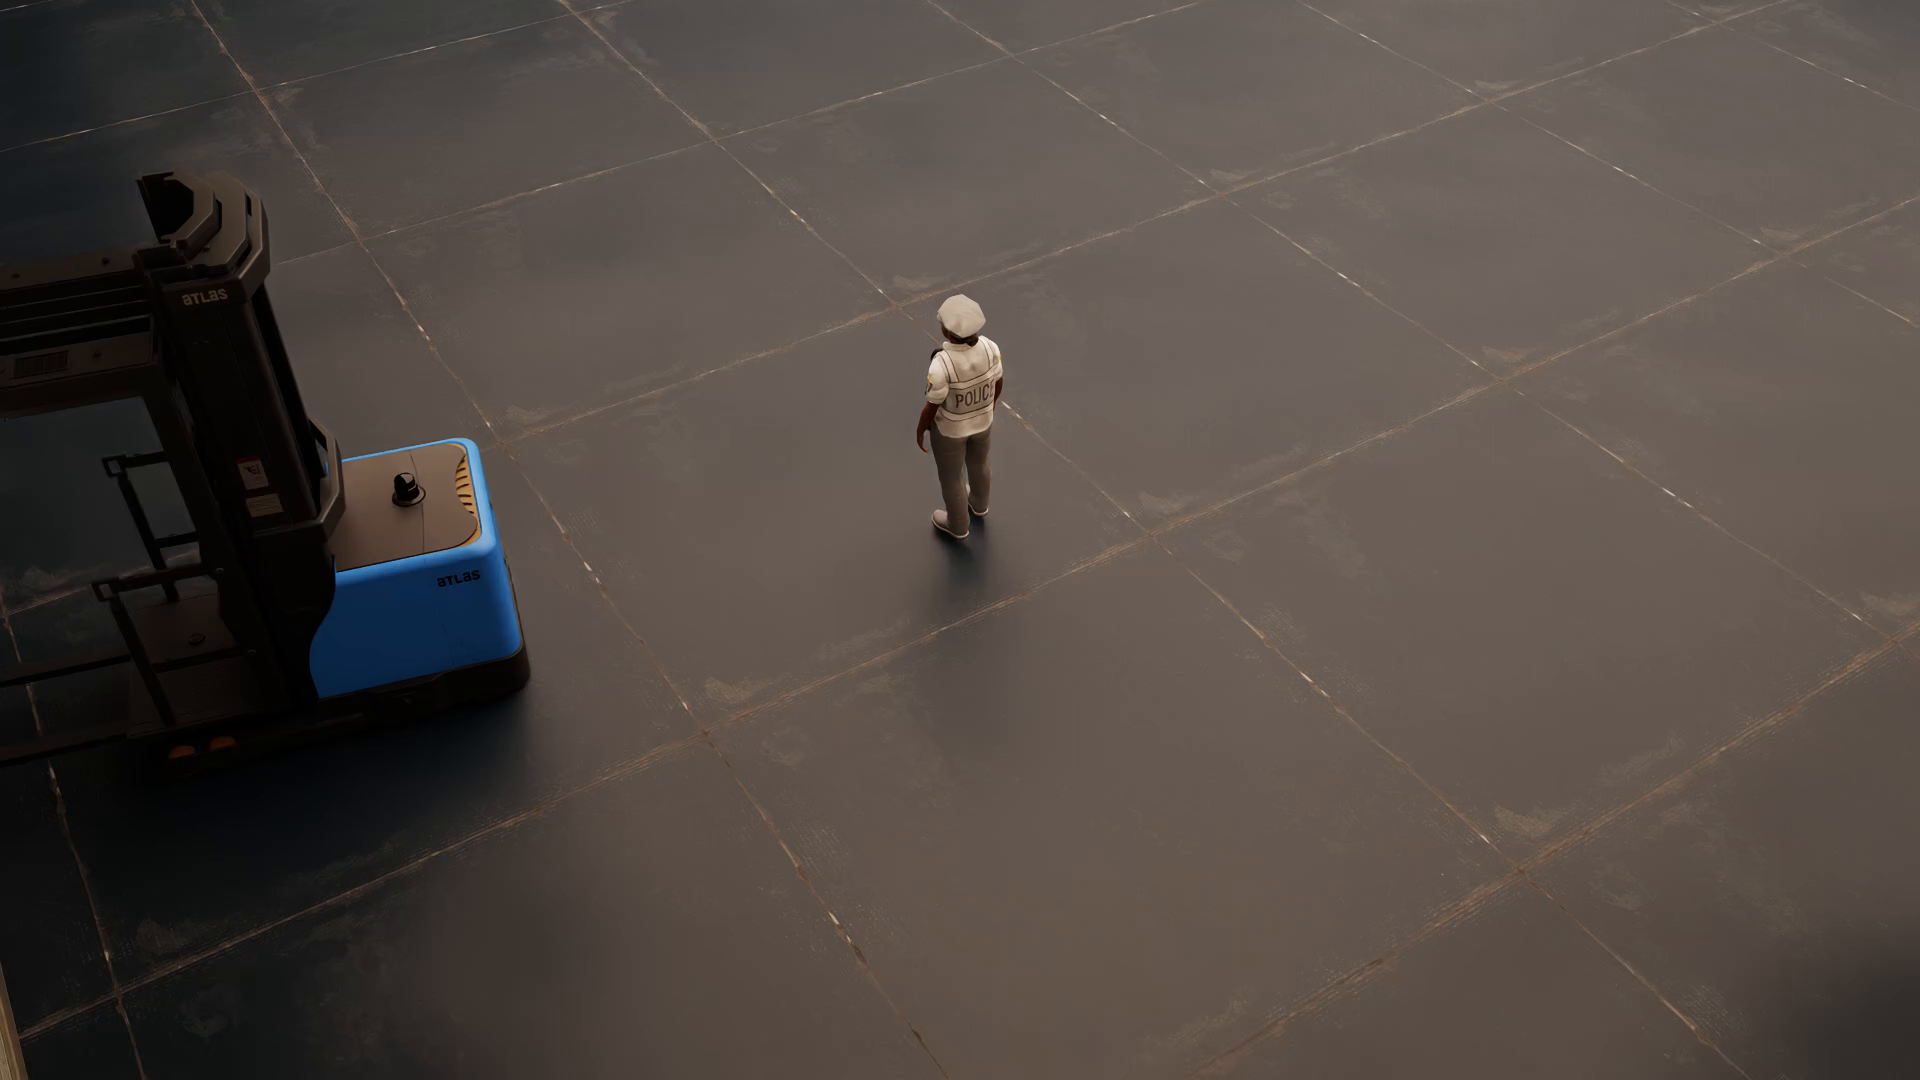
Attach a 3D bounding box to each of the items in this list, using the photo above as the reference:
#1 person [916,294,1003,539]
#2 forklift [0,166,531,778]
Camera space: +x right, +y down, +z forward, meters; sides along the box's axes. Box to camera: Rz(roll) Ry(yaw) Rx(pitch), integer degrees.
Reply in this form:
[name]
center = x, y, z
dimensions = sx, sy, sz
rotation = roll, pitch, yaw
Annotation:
[person]
center = -0.024, -0.722, 9.565
dimensions = 0.570, 1.697, 0.528
rotation = -23, 46, -24
[forklift]
center = -3.935, -0.263, 8.172
dimensions = 3.031, 2.935, 1.130
rotation = -13, 43, -14
